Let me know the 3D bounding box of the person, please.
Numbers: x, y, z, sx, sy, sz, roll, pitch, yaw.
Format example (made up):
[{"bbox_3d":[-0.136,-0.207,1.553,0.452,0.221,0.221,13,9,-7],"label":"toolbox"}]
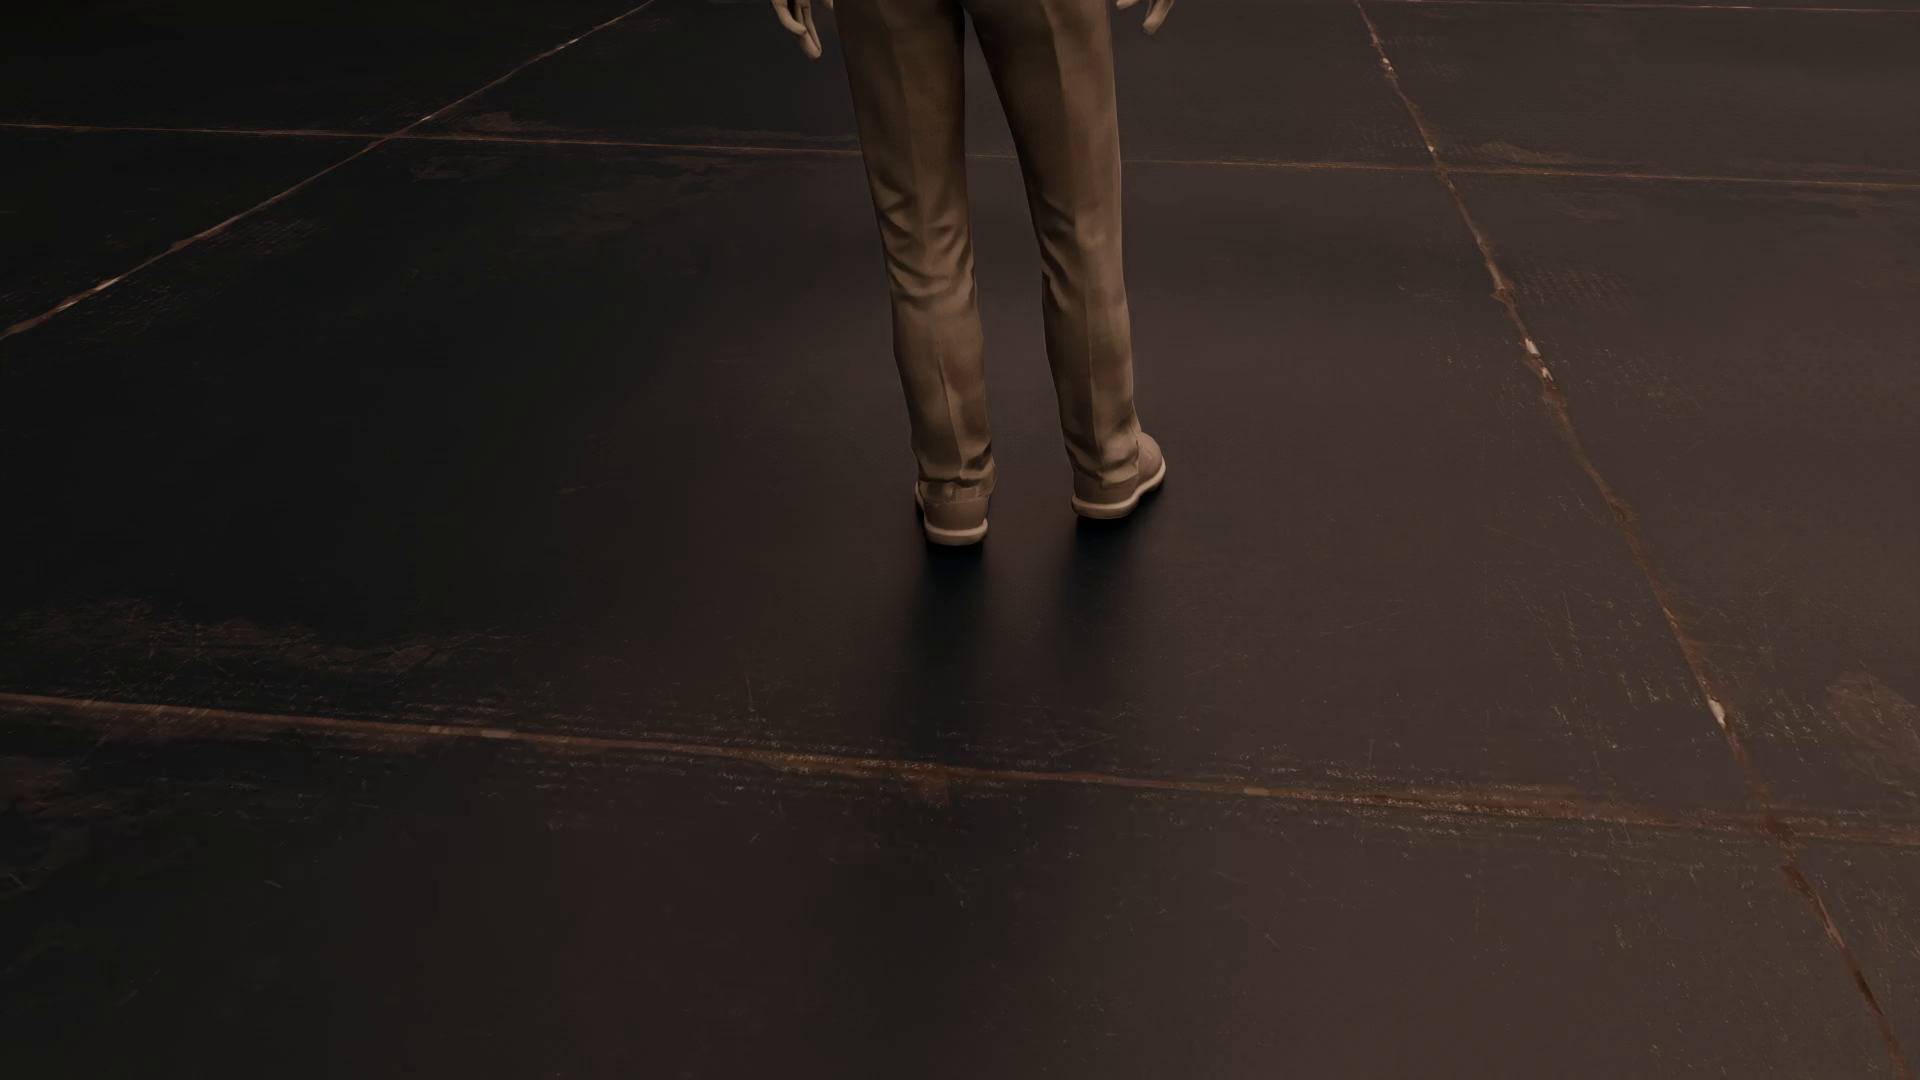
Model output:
[{"bbox_3d":[0.016,-0.795,2.178,0.586,1.694,0.532,3,27,7],"label":"person"}]
